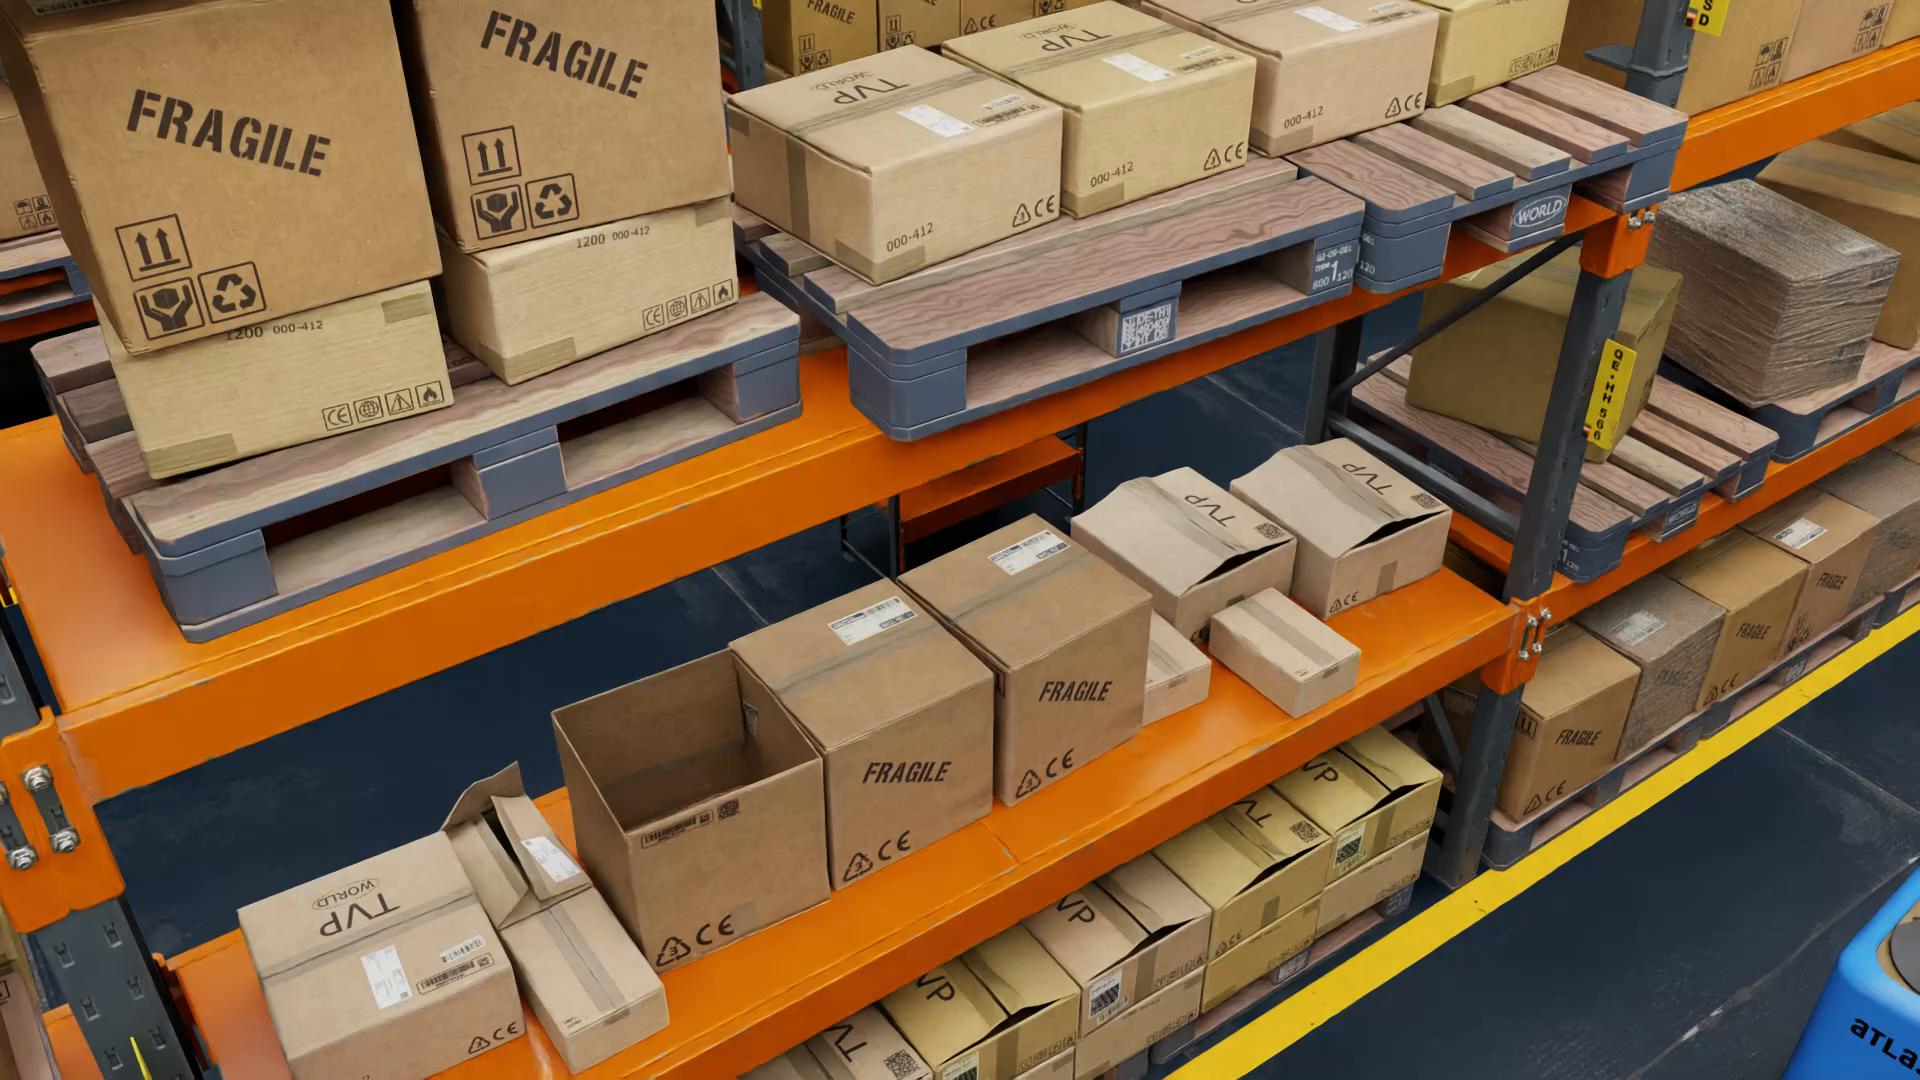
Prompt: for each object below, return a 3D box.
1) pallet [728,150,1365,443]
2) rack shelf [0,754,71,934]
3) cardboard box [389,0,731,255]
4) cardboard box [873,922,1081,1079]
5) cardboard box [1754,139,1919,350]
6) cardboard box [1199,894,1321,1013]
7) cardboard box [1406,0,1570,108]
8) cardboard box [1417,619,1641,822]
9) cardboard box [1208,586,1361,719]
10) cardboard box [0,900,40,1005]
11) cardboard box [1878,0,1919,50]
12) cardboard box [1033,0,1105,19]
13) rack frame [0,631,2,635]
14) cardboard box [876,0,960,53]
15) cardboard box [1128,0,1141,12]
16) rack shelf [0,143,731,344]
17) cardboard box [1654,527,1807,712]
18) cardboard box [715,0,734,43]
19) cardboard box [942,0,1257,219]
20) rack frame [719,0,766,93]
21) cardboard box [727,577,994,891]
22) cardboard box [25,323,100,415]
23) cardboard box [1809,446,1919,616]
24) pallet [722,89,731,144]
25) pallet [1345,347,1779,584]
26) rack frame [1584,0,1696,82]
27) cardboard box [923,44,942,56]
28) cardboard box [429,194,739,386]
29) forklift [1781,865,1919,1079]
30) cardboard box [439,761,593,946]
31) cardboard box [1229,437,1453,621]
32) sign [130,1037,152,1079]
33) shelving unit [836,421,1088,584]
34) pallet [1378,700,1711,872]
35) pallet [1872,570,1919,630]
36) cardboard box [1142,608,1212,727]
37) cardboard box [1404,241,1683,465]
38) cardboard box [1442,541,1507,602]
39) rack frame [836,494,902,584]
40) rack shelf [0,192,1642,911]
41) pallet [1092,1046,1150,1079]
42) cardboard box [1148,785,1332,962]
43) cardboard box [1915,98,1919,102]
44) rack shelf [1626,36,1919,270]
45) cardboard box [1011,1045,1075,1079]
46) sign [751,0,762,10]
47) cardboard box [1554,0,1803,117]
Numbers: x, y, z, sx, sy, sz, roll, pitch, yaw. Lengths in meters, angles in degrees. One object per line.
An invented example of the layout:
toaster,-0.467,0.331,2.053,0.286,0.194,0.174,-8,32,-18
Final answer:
pallet,0.119,-0.700,3.747,1.213,0.211,1.003,-20,40,-26
rack shelf,-3.369,0.885,1.997,4.000,0.370,1.077,-22,41,-28
cardboard box,-0.756,-0.885,2.969,0.500,0.500,0.500,-18,40,-24
cardboard box,0.003,1.319,4.863,0.500,0.311,0.500,-21,41,-27
cardboard box,3.396,-1.140,6.321,0.700,0.500,0.500,26,43,32
cardboard box,0.826,1.207,5.498,0.500,0.250,0.500,-23,42,-28
cardboard box,1.197,-1.355,4.265,0.500,0.250,0.500,-26,43,-31
cardboard box,2.072,0.612,6.094,0.500,0.500,0.500,-21,41,-26
cardboard box,0.959,0.329,4.938,0.250,0.149,0.380,-22,41,-28
cardboard box,-2.066,0.832,3.383,0.250,0.149,0.380,-22,41,-28
cardboard box,2.714,-1.975,5.272,0.500,0.500,0.910,-22,41,-28
cardboard box,0.484,-3.298,9.409,0.500,0.500,0.500,-21,41,-27
rack frame,-1.735,-1.297,1.847,0.127,3.000,1.000,-22,41,-28
cardboard box,-0.344,-2.953,8.929,0.500,0.500,0.500,-21,41,-26
cardboard box,0.984,-3.244,9.889,0.250,0.149,0.380,-22,41,-28
rack shelf,-2.956,-1.605,8.029,4.000,0.370,1.077,-22,41,-28
cardboard box,2.909,0.267,6.573,0.500,0.500,0.500,-23,42,-28
cardboard box,-1.087,-3.024,9.029,0.500,0.500,0.500,-22,41,-28
cardboard box,0.304,-0.983,3.748,0.500,0.250,0.500,-23,42,-29
rack frame,-1.322,-2.570,8.755,0.127,3.000,1.000,-22,41,-28
cardboard box,-0.257,0.501,4.398,0.500,0.500,0.500,-22,41,-28
cardboard box,-3.999,-0.644,7.840,0.500,0.500,0.700,-21,41,-26
cardboard box,3.747,-0.083,7.060,0.500,0.500,0.500,-22,41,-27
pallet,-1.843,-2.202,8.407,1.003,0.211,1.213,-22,41,-28
pallet,2.049,-0.391,5.889,1.003,0.211,1.213,-22,41,-28
rack frame,1.535,-2.643,3.717,0.127,3.000,1.000,-22,41,-28
cardboard box,-0.308,-2.749,9.202,0.250,0.149,0.380,-23,42,-28
cardboard box,-0.778,-0.578,3.184,0.500,0.250,0.500,-27,44,-32
forklift,3.661,1.249,3.503,1.130,2.935,3.031,-27,44,-32
cardboard box,-1.122,0.809,4.171,0.258,0.266,0.396,-23,42,-29
cardboard box,1.213,-0.069,5.354,0.500,0.311,0.500,-20,40,-25
sign,-1.414,1.019,2.955,0.005,0.325,0.100,-22,41,-28
shelving unit,0.006,-0.459,7.425,1.048,1.125,0.538,-22,41,-28
pallet,2.167,0.692,6.607,1.213,0.211,1.003,-22,41,-28
pallet,4.162,-0.129,7.748,1.213,0.211,1.003,-22,41,-28
cardboard box,0.525,0.351,4.909,0.250,0.149,0.380,-19,40,-25
cardboard box,1.985,-0.684,5.687,0.700,0.500,0.500,23,41,28
cardboard box,2.164,0.202,6.664,0.500,0.500,0.500,-21,41,-26
rack frame,-0.410,-0.288,7.187,0.032,1.125,0.500,-22,41,-28
rack shelf,-0.100,-0.460,3.868,4.000,0.370,1.077,-22,41,-28
pallet,-0.157,1.591,5.357,1.213,0.211,1.003,-22,41,-28
cardboard box,0.828,0.983,5.330,0.500,0.311,0.500,-23,42,-29
cardboard box,4.289,-1.711,7.115,0.700,0.500,0.500,22,41,28
rack shelf,3.170,-1.806,5.739,4.000,0.370,1.077,-22,41,-28
cardboard box,-0.005,1.549,5.022,0.500,0.250,0.500,-22,41,-27
sign,-1.001,-2.752,8.084,0.005,0.325,0.100,-22,41,-28
cardboard box,1.872,-1.628,4.790,0.500,0.500,0.910,-22,41,-28
